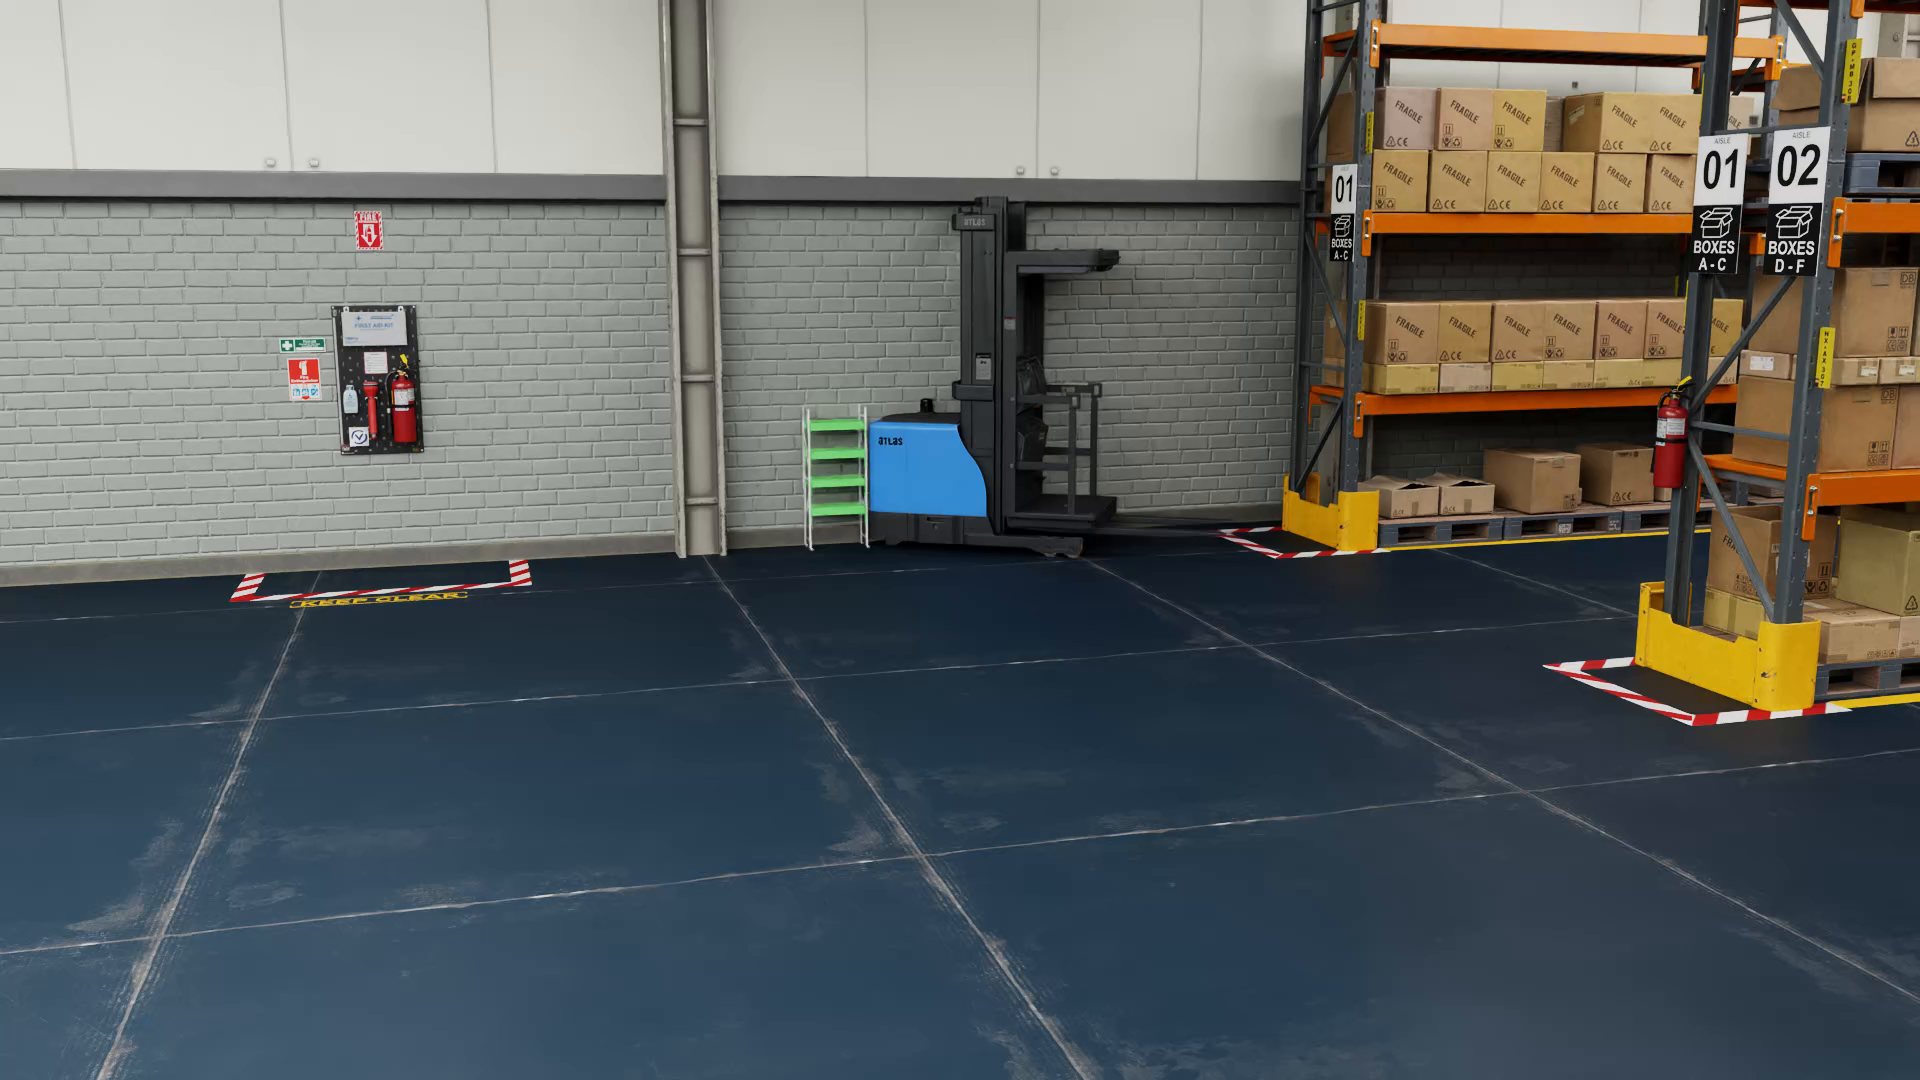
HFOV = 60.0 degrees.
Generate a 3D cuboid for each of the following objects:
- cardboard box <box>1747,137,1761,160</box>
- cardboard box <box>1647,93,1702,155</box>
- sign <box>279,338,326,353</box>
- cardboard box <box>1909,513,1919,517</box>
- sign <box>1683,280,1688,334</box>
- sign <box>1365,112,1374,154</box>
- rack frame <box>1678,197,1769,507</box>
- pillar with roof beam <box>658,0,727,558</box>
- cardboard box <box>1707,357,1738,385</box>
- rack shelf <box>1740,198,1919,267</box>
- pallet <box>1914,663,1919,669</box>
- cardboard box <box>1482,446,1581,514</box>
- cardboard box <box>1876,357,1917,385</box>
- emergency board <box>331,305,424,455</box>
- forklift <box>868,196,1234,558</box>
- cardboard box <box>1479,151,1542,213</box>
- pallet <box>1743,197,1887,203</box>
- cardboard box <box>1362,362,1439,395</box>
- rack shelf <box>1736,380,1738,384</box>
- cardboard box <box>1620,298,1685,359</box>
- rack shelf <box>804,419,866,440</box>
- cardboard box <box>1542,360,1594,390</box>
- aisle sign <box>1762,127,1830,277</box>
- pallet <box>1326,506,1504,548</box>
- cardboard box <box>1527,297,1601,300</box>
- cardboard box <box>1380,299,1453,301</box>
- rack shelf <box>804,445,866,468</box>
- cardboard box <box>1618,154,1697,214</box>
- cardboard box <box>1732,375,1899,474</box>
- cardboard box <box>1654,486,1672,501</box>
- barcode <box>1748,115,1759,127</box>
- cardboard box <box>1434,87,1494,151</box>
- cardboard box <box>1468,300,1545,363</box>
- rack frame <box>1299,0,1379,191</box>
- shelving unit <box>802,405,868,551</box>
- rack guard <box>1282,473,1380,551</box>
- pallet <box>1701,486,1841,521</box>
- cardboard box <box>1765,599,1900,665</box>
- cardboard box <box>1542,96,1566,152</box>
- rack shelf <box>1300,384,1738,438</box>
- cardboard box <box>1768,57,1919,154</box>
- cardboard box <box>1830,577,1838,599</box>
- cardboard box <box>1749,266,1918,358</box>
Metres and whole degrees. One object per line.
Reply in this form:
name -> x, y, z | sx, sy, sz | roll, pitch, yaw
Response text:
cardboard box -> 7.547, -3.430, 15.170 | 0.500, 0.500, 0.500 | -1, 11, -8
cardboard box -> 6.068, -3.609, 14.486 | 0.500, 0.500, 0.500 | -2, 11, -13
sign -> -5.108, -1.513, 12.918 | 0.331, 0.109, 0.001 | -3, 11, -16
cardboard box -> 6.080, 0.114, 10.007 | 0.500, 0.500, 0.500 | -3, 11, -16
sign -> 4.409, -1.403, 10.028 | 0.005, 0.325, 0.100 | -3, 11, -16
sign -> 3.311, -3.293, 13.452 | 0.005, 0.325, 0.100 | -3, 11, -16
rack frame -> 6.999, -1.685, 15.414 | 0.127, 3.000, 1.000 | -3, 11, -16
pillar with roof beam -> -0.968, -3.567, 9.066 | 0.400, 9.000, 9.100 | -3, 11, -16
cardboard box -> 6.629, -1.544, 15.010 | 0.500, 0.250, 0.500 | -3, 11, -16
rack shelf -> 6.467, -1.844, 9.981 | 4.000, 0.370, 1.077 | -3, 11, -16
pallet -> 6.439, 0.643, 10.472 | 1.213, 0.211, 1.003 | -3, 11, -16
cardboard box -> 5.114, -0.546, 14.918 | 0.500, 0.500, 0.700 | -4, 11, -20
cardboard box -> 5.237, -0.986, 9.550 | 0.250, 0.149, 0.380 | -3, 11, -17
emergency board -> -4.555, -1.246, 13.031 | 0.643, 1.169, 0.194 | -3, 11, -16
forklift -> 0.790, -1.399, 14.049 | 3.031, 2.935, 1.130 | 3, 11, 15
cardboard box -> 4.573, -3.038, 14.149 | 0.500, 0.500, 0.500 | -2, 11, -13
pallet -> 7.622, -3.081, 15.229 | 1.003, 0.211, 1.213 | -3, 11, -16
cardboard box -> 3.716, -1.388, 14.161 | 0.500, 0.250, 0.500 | -3, 11, -18
rack shelf -> 8.920, -1.432, 16.029 | 4.000, 0.370, 1.077 | -3, 11, -16
cardboard box -> 6.154, -1.886, 14.794 | 0.500, 0.500, 0.500 | -3, 11, -16
rack shelf -> -1.061, -0.942, 14.052 | 0.480, 0.148, 0.258 | -3, 11, -16
cardboard box -> 5.187, -1.467, 14.588 | 0.500, 0.250, 0.500 | -3, 11, -15
aisle sign -> 4.570, -1.844, 9.095 | 0.004, 0.787, 0.394 | -3, 11, -16
pallet -> 4.022, -0.150, 14.778 | 1.213, 0.211, 1.003 | -3, 11, -16
cardboard box -> 5.512, -1.953, 15.156 | 0.500, 0.500, 0.500 | -3, 11, -14
cardboard box -> 4.038, -1.872, 14.718 | 0.500, 0.500, 0.500 | -3, 11, -15
rack shelf -> -1.061, -0.706, 14.096 | 0.480, 0.148, 0.258 | -3, 11, -16
cardboard box -> 6.095, -3.127, 14.633 | 0.500, 0.500, 0.500 | -4, 11, -21
cardboard box -> 4.999, -0.692, 9.745 | 0.500, 0.500, 0.700 | -3, 11, -16
cardboard box -> 6.494, -0.476, 15.456 | 0.250, 0.166, 0.380 | -5, 11, -23
barcode -> 4.702, -2.481, 9.852 | 0.075, 0.075, 0.001 | -3, 11, -16
cardboard box -> 4.092, -3.502, 13.909 | 0.500, 0.500, 0.500 | -3, 11, -17
cardboard box -> 4.676, -1.808, 14.369 | 0.500, 0.500, 0.500 | -3, 11, -18
rack frame -> 3.159, -4.433, 13.772 | 0.127, 3.000, 1.000 | -3, 11, -16
shelving unit -> -1.061, -0.533, 14.128 | 0.503, 1.200, 0.258 | -3, 11, -16
rack guard -> 3.232, -0.257, 14.562 | 0.348, 0.500, 1.175 | -3, 11, -16
pallet -> 7.747, -0.353, 15.882 | 1.213, 0.211, 1.003 | -3, 11, -16
cardboard box -> 5.124, 0.536, 9.786 | 0.500, 0.250, 0.500 | -3, 11, -16
cardboard box -> 4.985, -3.651, 14.713 | 0.500, 0.500, 0.500 | -3, 11, -16
rack shelf -> 5.079, -1.230, 14.930 | 4.000, 0.370, 1.077 | -3, 11, -16
cardboard box -> 5.100, -2.451, 9.461 | 0.637, 0.503, 0.797 | -2, 11, -12
cardboard box -> 5.456, 0.418, 10.424 | 0.500, 0.250, 0.500 | -3, 11, -16
cardboard box -> 5.050, -1.333, 9.642 | 0.500, 0.500, 0.700 | -3, 11, -16
